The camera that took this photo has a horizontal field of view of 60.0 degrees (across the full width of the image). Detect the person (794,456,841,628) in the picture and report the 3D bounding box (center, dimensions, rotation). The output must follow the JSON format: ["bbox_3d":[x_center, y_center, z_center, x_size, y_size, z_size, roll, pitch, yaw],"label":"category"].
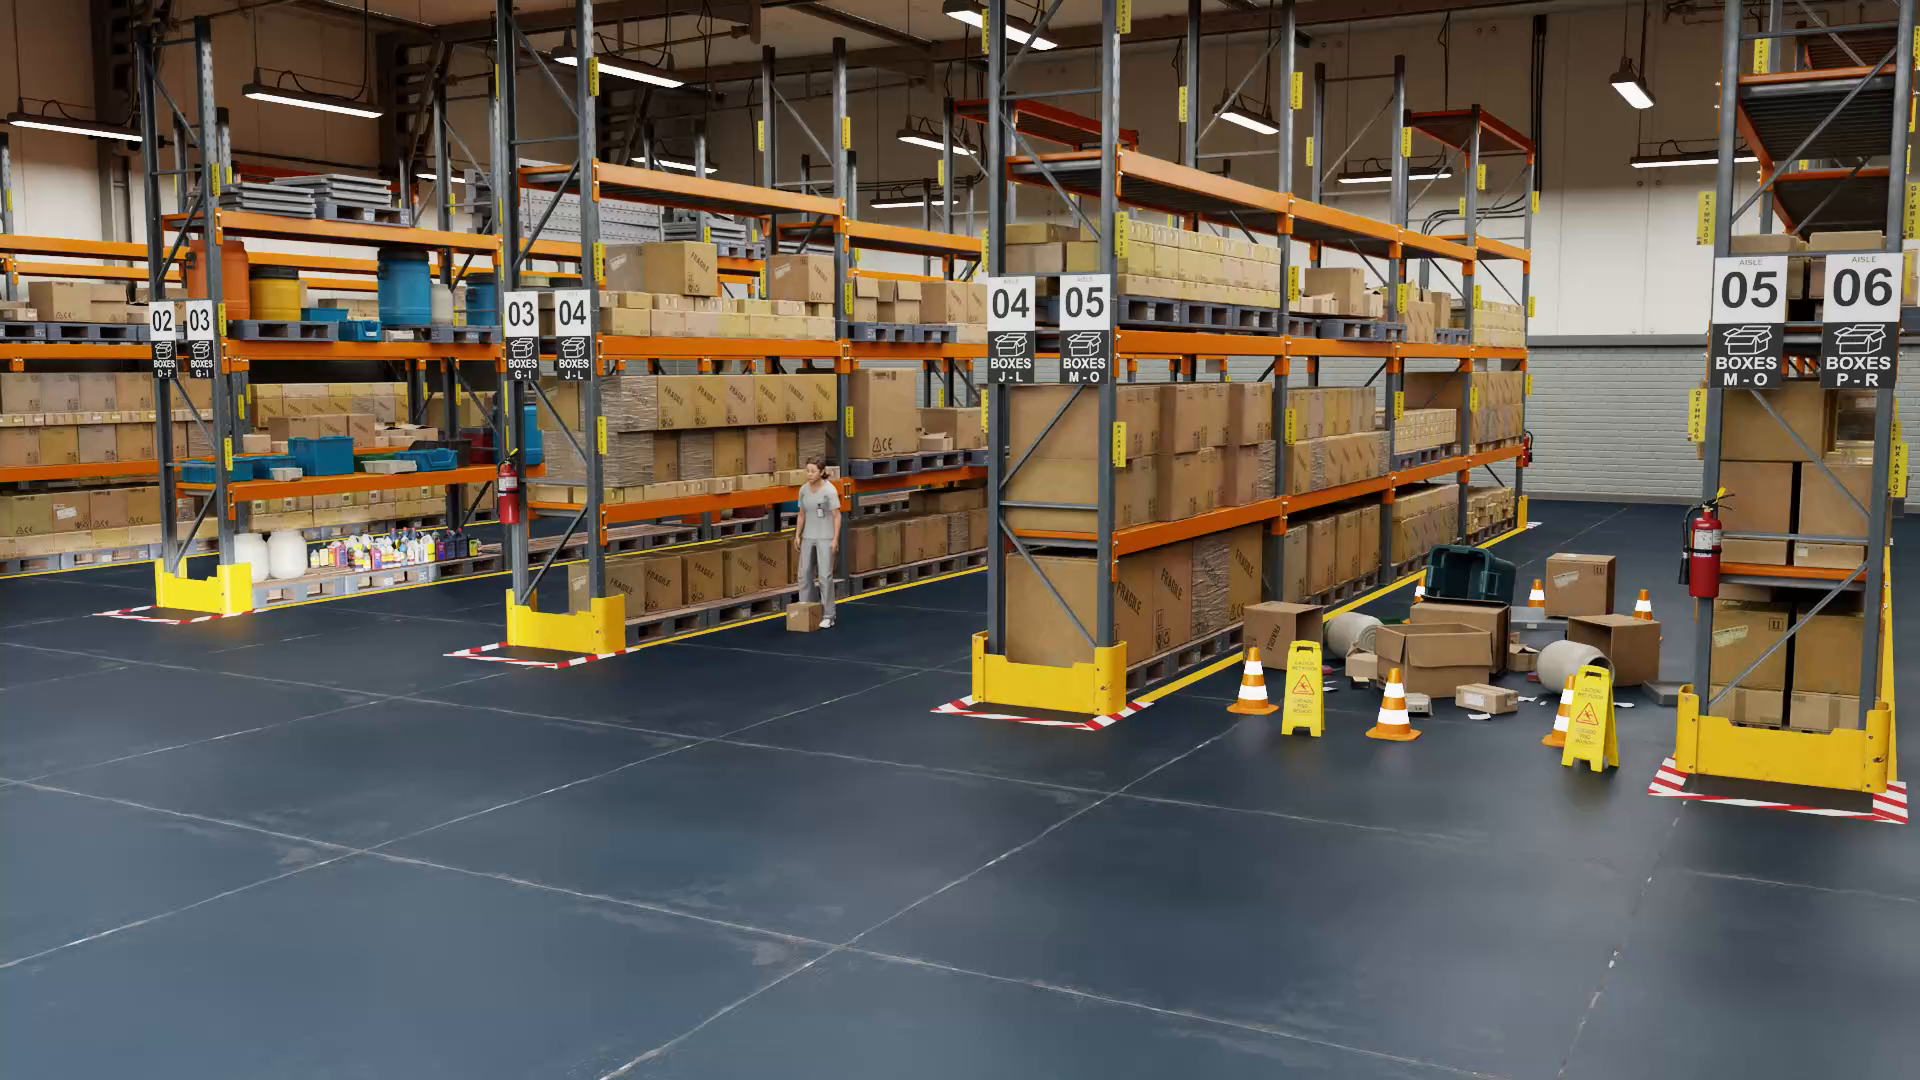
[{"bbox_3d":[-1.392,0.011,16.229,0.499,1.672,0.353,3,7,28],"label":"person"}]
